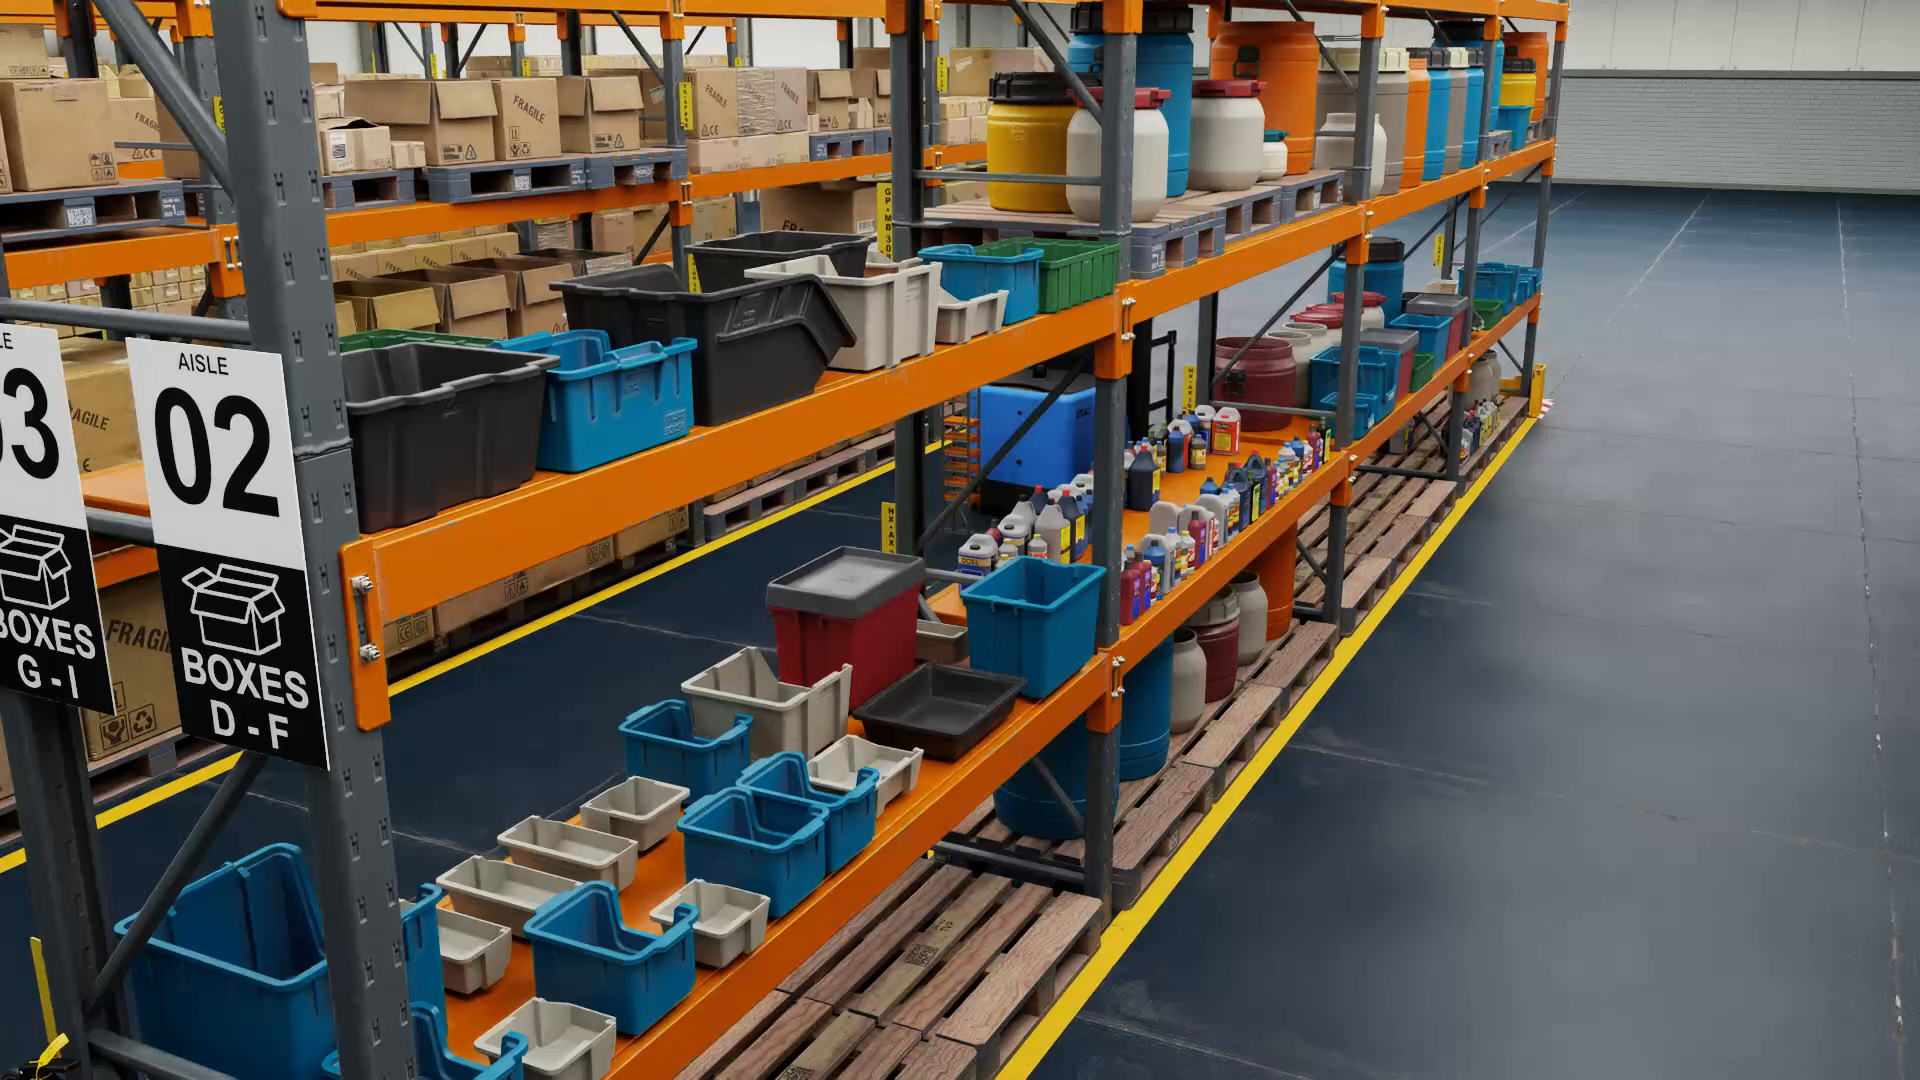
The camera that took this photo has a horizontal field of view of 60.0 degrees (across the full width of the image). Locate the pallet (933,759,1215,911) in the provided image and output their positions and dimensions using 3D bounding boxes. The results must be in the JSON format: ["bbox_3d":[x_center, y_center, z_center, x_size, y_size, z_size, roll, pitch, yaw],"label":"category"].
[{"bbox_3d":[0.576,1.346,8.121,1.003,0.211,1.213,8,18,25],"label":"pallet"}]

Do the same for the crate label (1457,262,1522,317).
[{"bbox_3d":[4.976,-2.370,15.672,0.502,0.435,0.616,8,18,25],"label":"crate label"}]

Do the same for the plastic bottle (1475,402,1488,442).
[{"bbox_3d":[4.775,-1.087,15.296,0.144,0.351,0.185,8,18,25],"label":"plastic bottle"}]

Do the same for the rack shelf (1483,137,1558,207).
[{"bbox_3d":[4.663,-3.440,15.331,1.077,0.370,4.000,8,18,25],"label":"rack shelf"}]

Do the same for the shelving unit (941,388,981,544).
[{"bbox_3d":[0.006,-0.579,12.866,0.258,1.200,0.189,8,18,25],"label":"shelving unit"}]

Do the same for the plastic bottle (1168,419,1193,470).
[{"bbox_3d":[1.292,-0.572,9.899,0.152,0.276,0.135,8,18,25],"label":"plastic bottle"}]

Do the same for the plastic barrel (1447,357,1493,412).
[{"bbox_3d":[5.107,-1.560,16.639,0.421,0.512,0.421,0,17,0],"label":"plastic barrel"}]

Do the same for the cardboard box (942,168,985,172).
[{"bbox_3d":[-0.034,-3.668,17.652,0.500,0.500,0.500,8,18,25],"label":"cardboard box"}]

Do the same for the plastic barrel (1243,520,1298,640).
[{"bbox_3d":[1.778,0.148,10.333,0.600,0.830,0.708,8,18,25],"label":"plastic barrel"}]

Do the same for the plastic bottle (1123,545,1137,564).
[{"bbox_3d":[0.785,0.122,7.694,0.097,0.201,0.097,0,17,0],"label":"plastic bottle"}]

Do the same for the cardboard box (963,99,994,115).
[{"bbox_3d":[0.225,-4.335,16.648,0.380,0.149,0.250,8,18,24],"label":"cardboard box"}]

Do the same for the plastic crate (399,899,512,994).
[{"bbox_3d":[-1.391,1.086,4.456,0.396,0.136,0.243,8,18,25],"label":"plastic crate"}]

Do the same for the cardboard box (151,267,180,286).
[{"bbox_3d":[-6.765,-2.224,13.904,0.380,0.149,0.250,8,18,25],"label":"cardboard box"}]

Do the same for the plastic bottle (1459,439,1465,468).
[{"bbox_3d":[4.303,-0.765,14.352,0.097,0.271,0.097,0,17,0],"label":"plastic bottle"}]

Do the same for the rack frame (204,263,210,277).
[{"bbox_3d":[-6.842,-2.105,14.843,1.000,3.000,0.127,8,18,25],"label":"rack frame"}]

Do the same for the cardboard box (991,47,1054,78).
[{"bbox_3d":[0.659,-4.927,17.500,0.500,0.500,0.500,8,18,25],"label":"cardboard box"}]

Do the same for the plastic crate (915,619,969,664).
[{"bbox_3d":[-0.142,0.399,6.771,0.396,0.136,0.243,8,18,25],"label":"plastic crate"}]

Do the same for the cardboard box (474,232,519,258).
[{"bbox_3d":[-5.048,-3.005,17.698,0.500,0.500,0.500,8,18,25],"label":"cardboard box"}]

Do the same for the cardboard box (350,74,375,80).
[{"bbox_3d":[-8.034,-6.137,22.190,0.380,0.149,0.250,8,18,26],"label":"cardboard box"}]

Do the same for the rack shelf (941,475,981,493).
[{"bbox_3d":[0.006,-0.421,12.913,0.258,0.103,0.180,8,18,25],"label":"rack shelf"}]

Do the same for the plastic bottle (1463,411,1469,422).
[{"bbox_3d":[4.631,-1.064,15.349,0.152,0.276,0.135,8,18,25],"label":"plastic bottle"}]

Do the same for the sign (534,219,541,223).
[{"bbox_3d":[-4.564,-3.574,17.896,0.100,0.325,0.005,8,18,25],"label":"sign"}]

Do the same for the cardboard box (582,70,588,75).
[{"bbox_3d":[-4.361,-5.099,18.484,0.500,0.250,0.500,8,18,25],"label":"cardboard box"}]

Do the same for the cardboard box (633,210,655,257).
[{"bbox_3d":[-4.181,-3.705,19.965,0.875,0.550,0.500,8,18,25],"label":"cardboard box"}]

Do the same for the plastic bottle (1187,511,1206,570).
[{"bbox_3d":[1.137,-0.009,7.990,0.061,0.283,0.133,8,18,25],"label":"plastic bottle"}]

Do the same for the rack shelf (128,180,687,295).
[{"bbox_3d":[-3.343,-2.032,10.592,1.077,0.370,4.000,8,18,25],"label":"rack shelf"}]

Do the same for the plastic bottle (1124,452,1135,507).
[{"bbox_3d":[0.879,-0.336,9.106,0.152,0.276,0.135,8,18,25],"label":"plastic bottle"}]

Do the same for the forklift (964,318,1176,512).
[{"bbox_3d":[1.269,-1.919,14.337,1.130,2.935,3.031,11,20,32],"label":"forklift"}]

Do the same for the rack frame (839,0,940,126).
[{"bbox_3d":[-0.662,-5.343,15.208,1.000,3.000,0.127,8,18,25],"label":"rack frame"}]

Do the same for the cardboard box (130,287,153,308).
[{"bbox_3d":[-6.888,-2.009,13.702,0.380,0.149,0.250,9,19,27],"label":"cardboard box"}]

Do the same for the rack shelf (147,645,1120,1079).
[{"bbox_3d":[-0.700,1.055,5.468,1.077,0.370,4.000,8,18,25],"label":"rack shelf"}]

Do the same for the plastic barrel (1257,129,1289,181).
[{"bbox_3d":[1.634,-2.099,9.061,0.301,0.262,0.301,0,17,0],"label":"plastic barrel"}]

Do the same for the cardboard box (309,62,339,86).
[{"bbox_3d":[-6.315,-4.319,15.939,0.500,0.500,0.500,8,18,25],"label":"cardboard box"}]

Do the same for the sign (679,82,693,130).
[{"bbox_3d":[-1.957,-3.099,11.875,0.100,0.325,0.005,8,18,25],"label":"sign"}]

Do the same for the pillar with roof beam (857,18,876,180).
[{"bbox_3d":[1.275,-13.756,43.534,9.100,9.000,0.400,8,18,25],"label":"pillar with roof beam"}]

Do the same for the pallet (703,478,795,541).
[{"bbox_3d":[-2.099,-0.310,13.699,1.003,0.211,1.213,8,18,25],"label":"pallet"}]

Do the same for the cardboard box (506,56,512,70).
[{"bbox_3d":[-5.063,-5.271,18.362,0.380,0.149,0.250,8,18,25],"label":"cardboard box"}]

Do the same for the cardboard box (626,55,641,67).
[{"bbox_3d":[-3.908,-5.510,19.166,0.380,0.149,0.250,8,18,25],"label":"cardboard box"}]

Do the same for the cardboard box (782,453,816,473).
[{"bbox_3d":[-1.684,-0.922,14.479,0.700,0.500,0.500,10,19,30],"label":"cardboard box"}]

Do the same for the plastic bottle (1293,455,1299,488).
[{"bbox_3d":[1.881,-0.405,9.470,0.097,0.201,0.097,0,17,0],"label":"plastic bottle"}]

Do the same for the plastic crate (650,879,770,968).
[{"bbox_3d":[-0.668,1.052,4.571,0.250,0.136,0.298,8,18,25],"label":"plastic crate"}]

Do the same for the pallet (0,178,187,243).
[{"bbox_3d":[-4.612,-1.618,8.090,1.003,0.211,1.213,8,18,25],"label":"pallet"}]

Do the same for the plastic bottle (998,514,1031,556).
[{"bbox_3d":[0.244,0.026,7.888,0.152,0.276,0.135,8,18,25],"label":"plastic bottle"}]

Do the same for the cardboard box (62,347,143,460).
[{"bbox_3d":[-4.203,-0.708,8.565,0.500,0.500,0.500,9,19,27],"label":"cardboard box"}]

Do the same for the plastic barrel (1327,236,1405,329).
[{"bbox_3d":[3.325,-2.017,13.668,0.600,0.901,0.708,8,18,25],"label":"plastic barrel"}]

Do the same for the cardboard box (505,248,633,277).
[{"bbox_3d":[-2.791,-1.793,11.855,0.797,0.503,0.637,9,19,27],"label":"cardboard box"}]

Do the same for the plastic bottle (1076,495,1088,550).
[{"bbox_3d":[0.590,-0.089,8.283,0.097,0.271,0.097,0,17,0],"label":"plastic bottle"}]

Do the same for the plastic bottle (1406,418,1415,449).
[{"bbox_3d":[4.028,-0.979,15.065,0.152,0.276,0.135,8,18,25],"label":"plastic bottle"}]

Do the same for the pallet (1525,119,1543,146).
[{"bbox_3d":[5.099,-4.005,16.304,1.003,0.211,1.213,8,18,25],"label":"pallet"}]

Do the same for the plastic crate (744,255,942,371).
[{"bbox_3d":[-0.327,-0.687,5.008,0.437,0.282,0.530,8,18,25],"label":"plastic crate"}]

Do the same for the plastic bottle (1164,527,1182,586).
[{"bbox_3d":[0.982,0.074,7.734,0.097,0.271,0.097,0,17,0],"label":"plastic bottle"}]

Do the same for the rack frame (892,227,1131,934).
[{"bbox_3d":[0.194,0.201,7.080,1.000,3.000,0.127,8,18,25],"label":"rack frame"}]

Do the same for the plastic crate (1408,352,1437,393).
[{"bbox_3d":[3.243,-1.256,12.357,0.450,0.188,0.662,8,18,25],"label":"plastic crate"}]

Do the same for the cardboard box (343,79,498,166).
[{"bbox_3d":[-3.343,-2.614,10.370,0.797,0.503,0.637,8,18,25],"label":"cardboard box"}]

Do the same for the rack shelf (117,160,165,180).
[{"bbox_3d":[-7.735,-2.689,12.804,1.077,0.370,4.000,8,18,25],"label":"rack shelf"}]

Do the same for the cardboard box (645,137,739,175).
[{"bbox_3d":[-2.012,-2.902,12.521,0.500,0.250,0.500,8,19,26],"label":"cardboard box"}]

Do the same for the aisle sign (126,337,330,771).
[{"bbox_3d":[-1.360,0.030,3.091,0.394,0.787,0.004,8,18,25],"label":"aisle sign"}]

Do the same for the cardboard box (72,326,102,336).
[{"bbox_3d":[-7.111,-1.741,13.323,0.380,0.149,0.250,7,18,23],"label":"cardboard box"}]

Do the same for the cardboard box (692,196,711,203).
[{"bbox_3d":[-3.631,-4.491,20.716,0.875,0.550,0.550,8,18,25],"label":"cardboard box"}]
